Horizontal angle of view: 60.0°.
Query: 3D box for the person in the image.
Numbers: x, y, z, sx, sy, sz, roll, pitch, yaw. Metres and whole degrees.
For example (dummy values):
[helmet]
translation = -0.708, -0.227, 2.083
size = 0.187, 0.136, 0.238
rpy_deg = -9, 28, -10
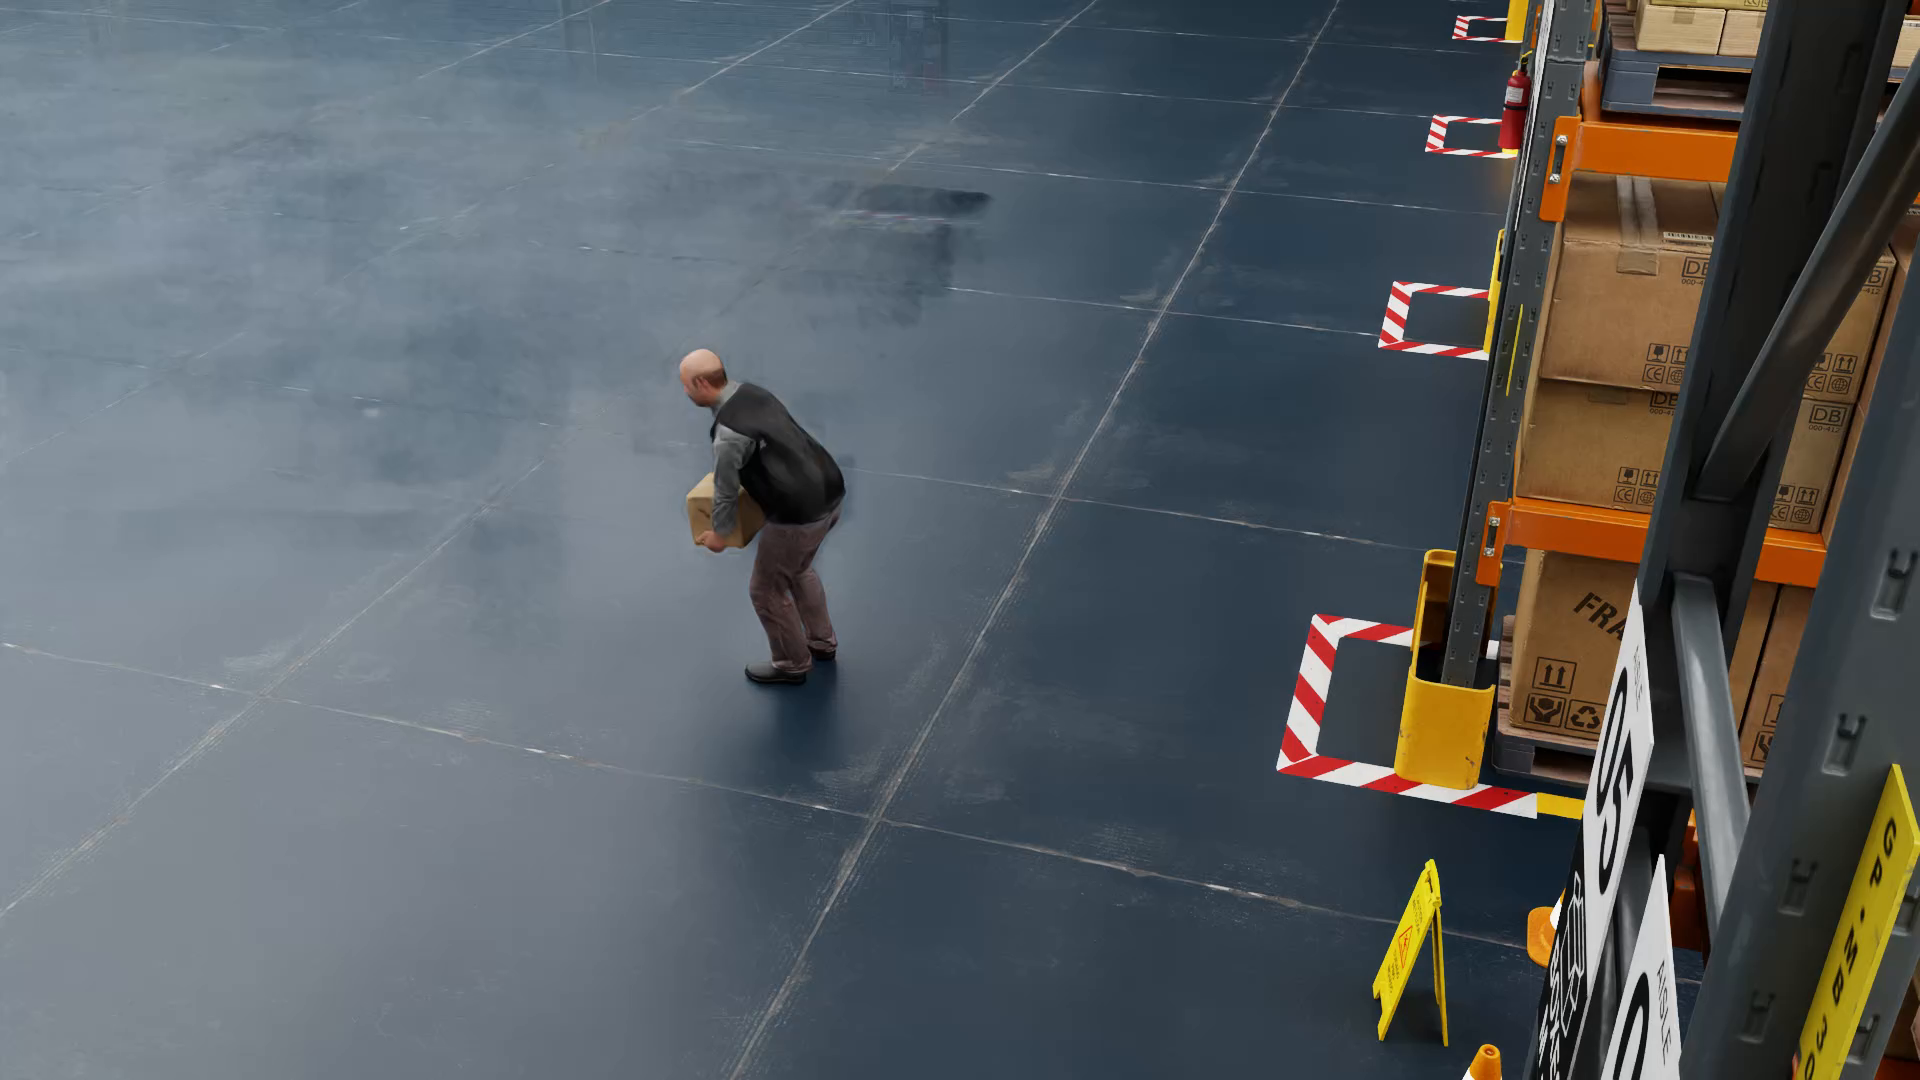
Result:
[person]
translation = -0.874, -0.093, 7.476
size = 0.699, 1.576, 0.474
rpy_deg = 8, 30, 14
